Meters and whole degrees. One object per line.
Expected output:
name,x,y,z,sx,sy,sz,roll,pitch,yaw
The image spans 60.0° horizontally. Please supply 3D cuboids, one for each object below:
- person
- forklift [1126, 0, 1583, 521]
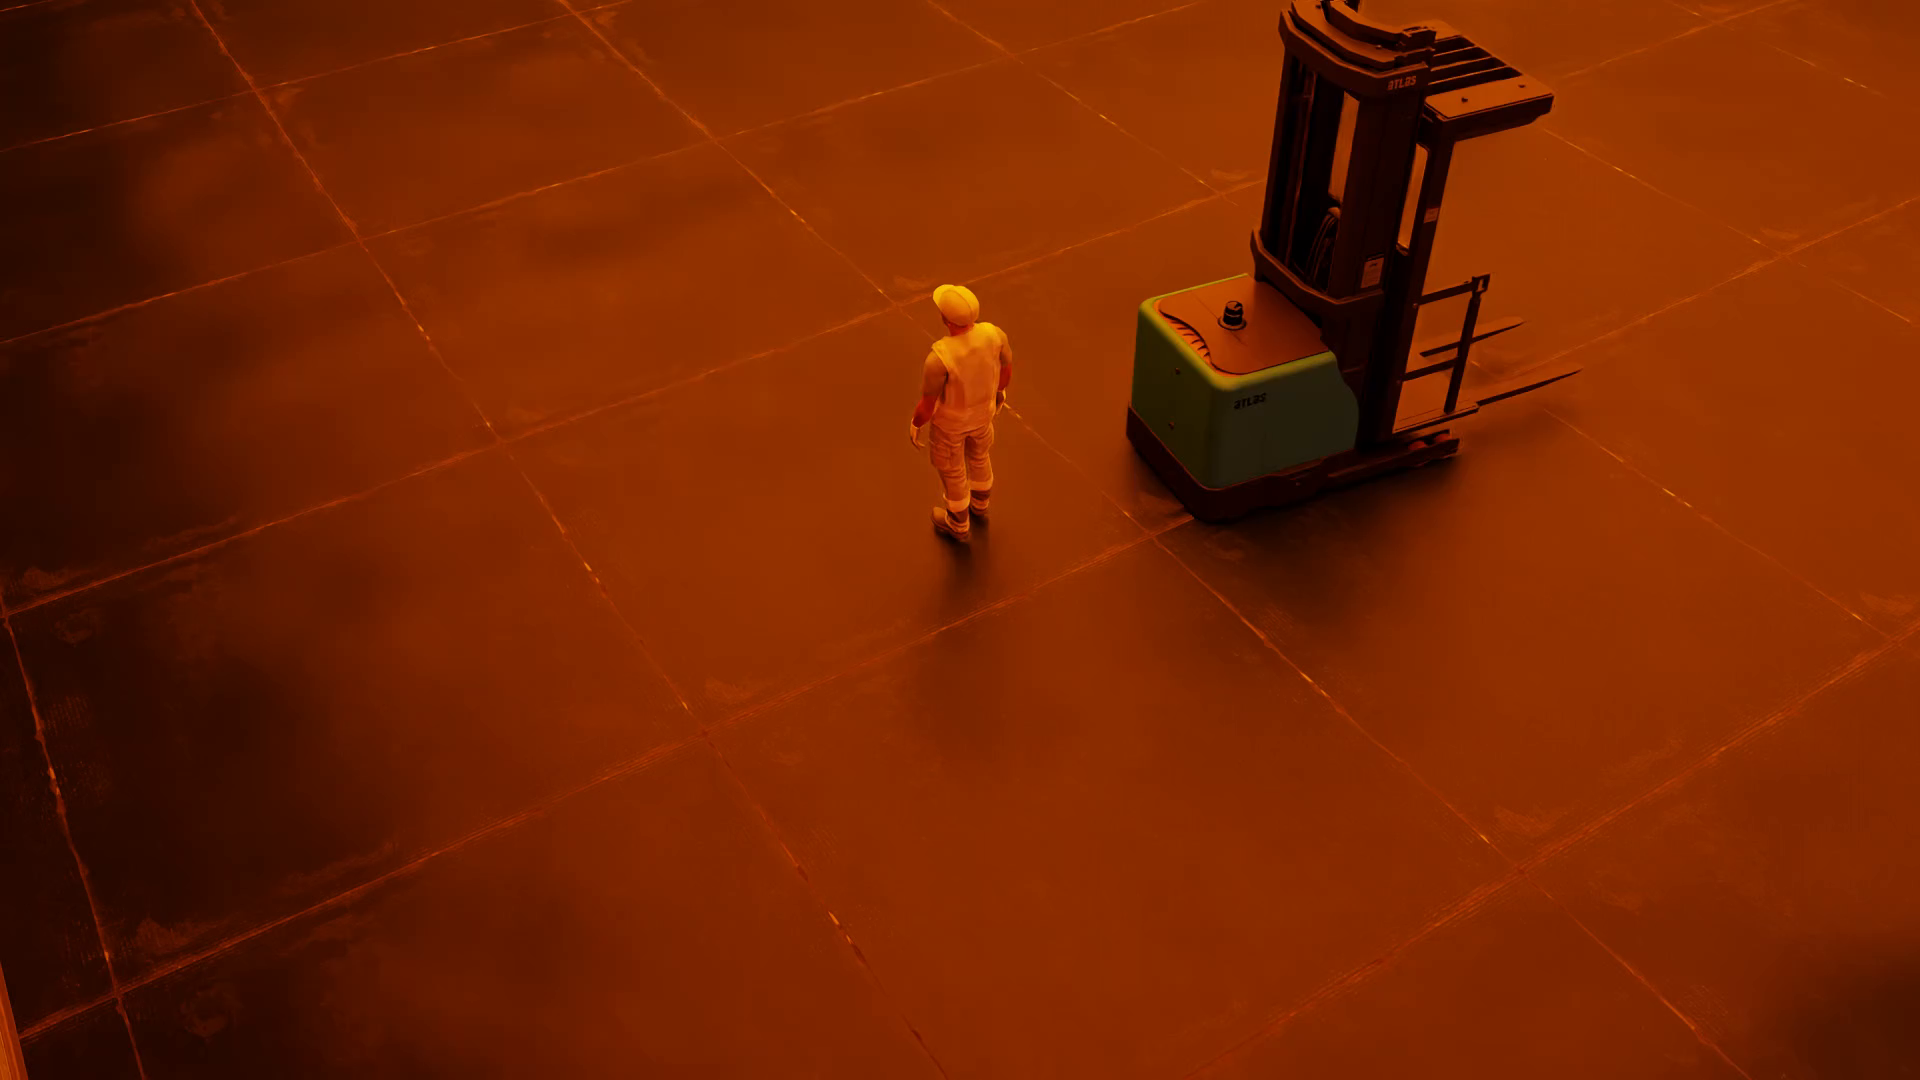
person,-0.032,-0.758,9.534,0.637,1.787,0.564,-23,46,-24
forklift,2.637,-1.871,10.012,3.031,2.935,1.130,-17,44,-18
